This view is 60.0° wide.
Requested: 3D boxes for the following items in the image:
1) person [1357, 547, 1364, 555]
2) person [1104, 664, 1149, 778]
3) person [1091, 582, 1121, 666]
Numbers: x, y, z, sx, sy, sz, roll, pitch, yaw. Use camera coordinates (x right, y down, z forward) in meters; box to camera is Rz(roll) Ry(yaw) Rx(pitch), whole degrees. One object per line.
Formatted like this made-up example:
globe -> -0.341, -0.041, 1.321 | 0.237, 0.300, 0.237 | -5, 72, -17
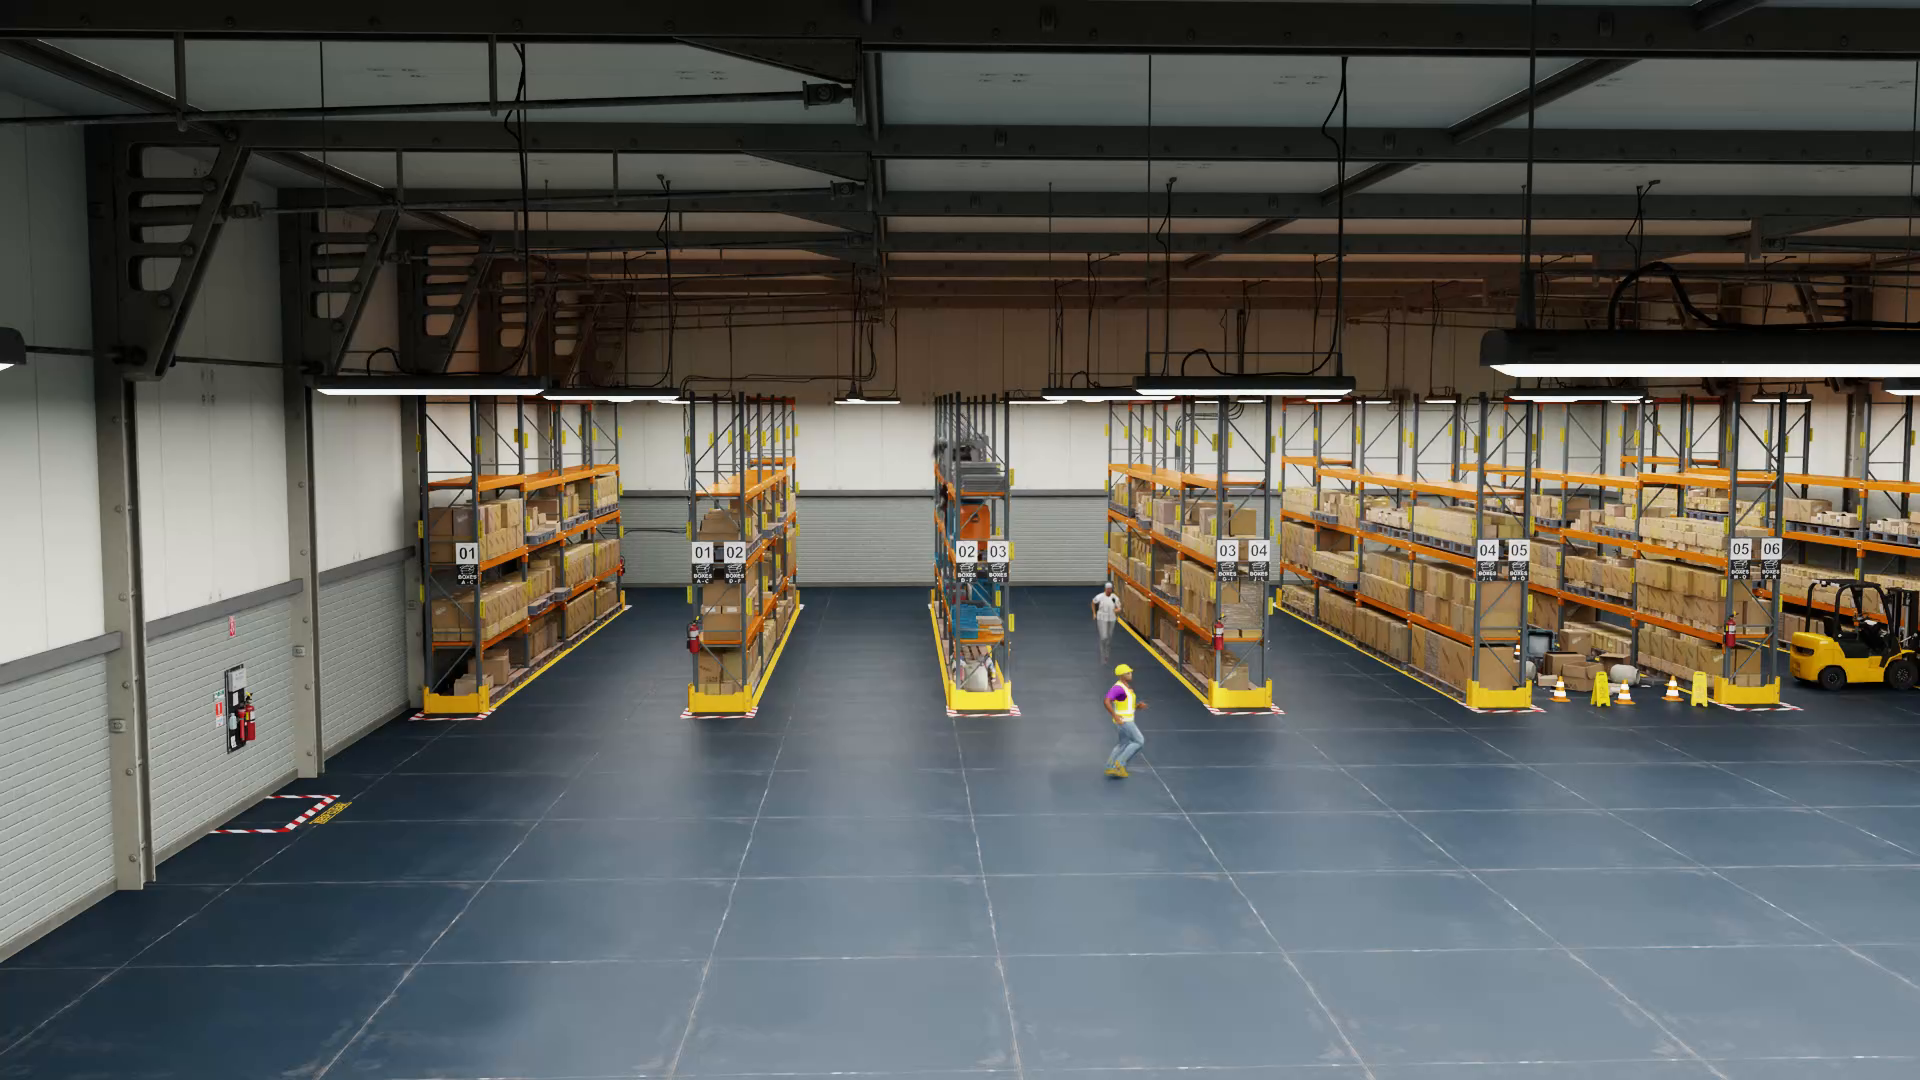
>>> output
person -> 11.888, 0.976, 49.173 | 0.819, 1.662, 0.576 | 0, 5, -1
person -> 2.567, 2.788, 25.639 | 0.678, 1.743, 0.679 | 1, 5, 10
person -> 3.150, 1.791, 35.572 | 0.570, 1.778, 0.772 | -1, 5, -13
